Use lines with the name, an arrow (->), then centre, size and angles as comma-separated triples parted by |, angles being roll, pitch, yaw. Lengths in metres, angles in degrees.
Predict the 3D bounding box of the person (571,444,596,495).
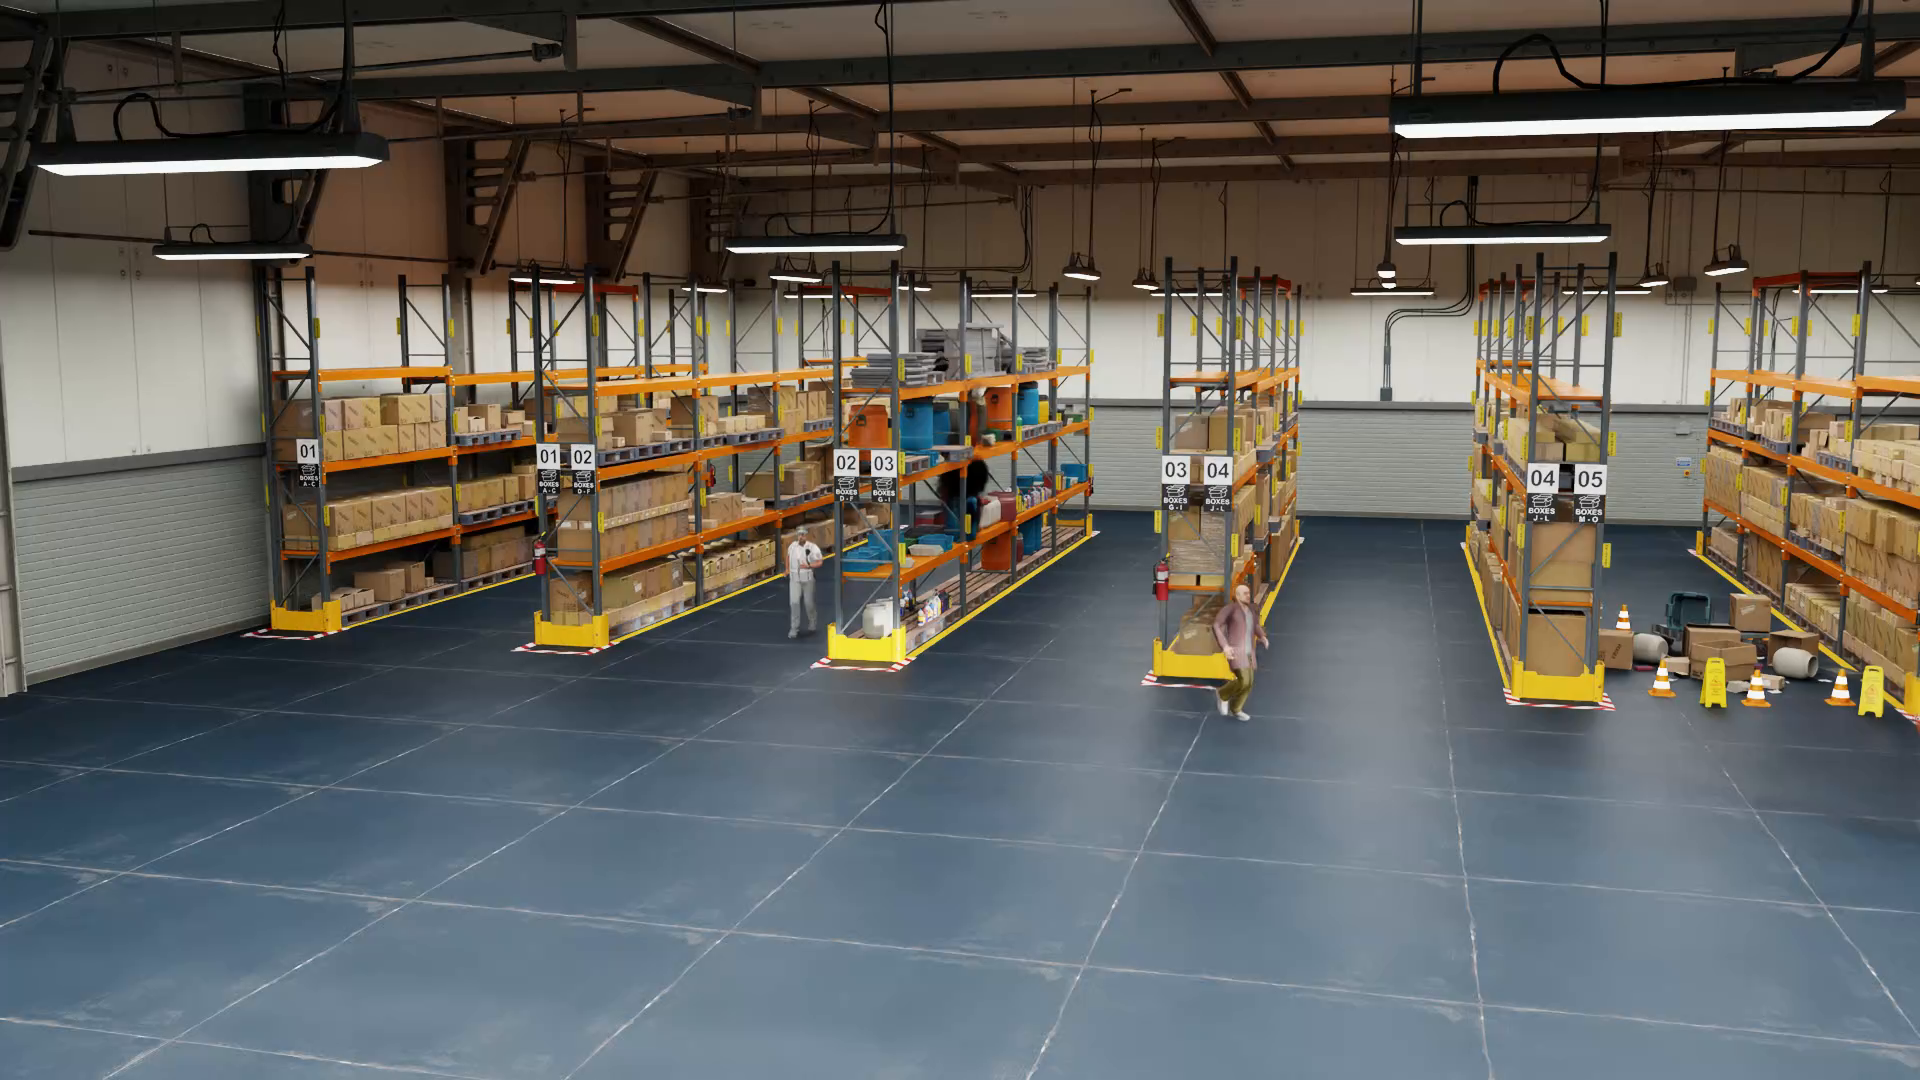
person -> 3.769, 1.027, 18.876 | 13.285, 3.188, 20.930 | -3, 8, -20

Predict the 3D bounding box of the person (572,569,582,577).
person -> -7.054, 0.202, 31.303 | 0.649, 1.680, 0.595 | 0, 7, 1

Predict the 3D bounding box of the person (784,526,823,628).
person -> -2.564, 0.592, 27.288 | 0.665, 1.685, 0.752 | 1, 7, 9

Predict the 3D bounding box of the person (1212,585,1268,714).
person -> 3.635, 1.409, 21.329 | 0.725, 1.679, 0.573 | -5, 9, -36
